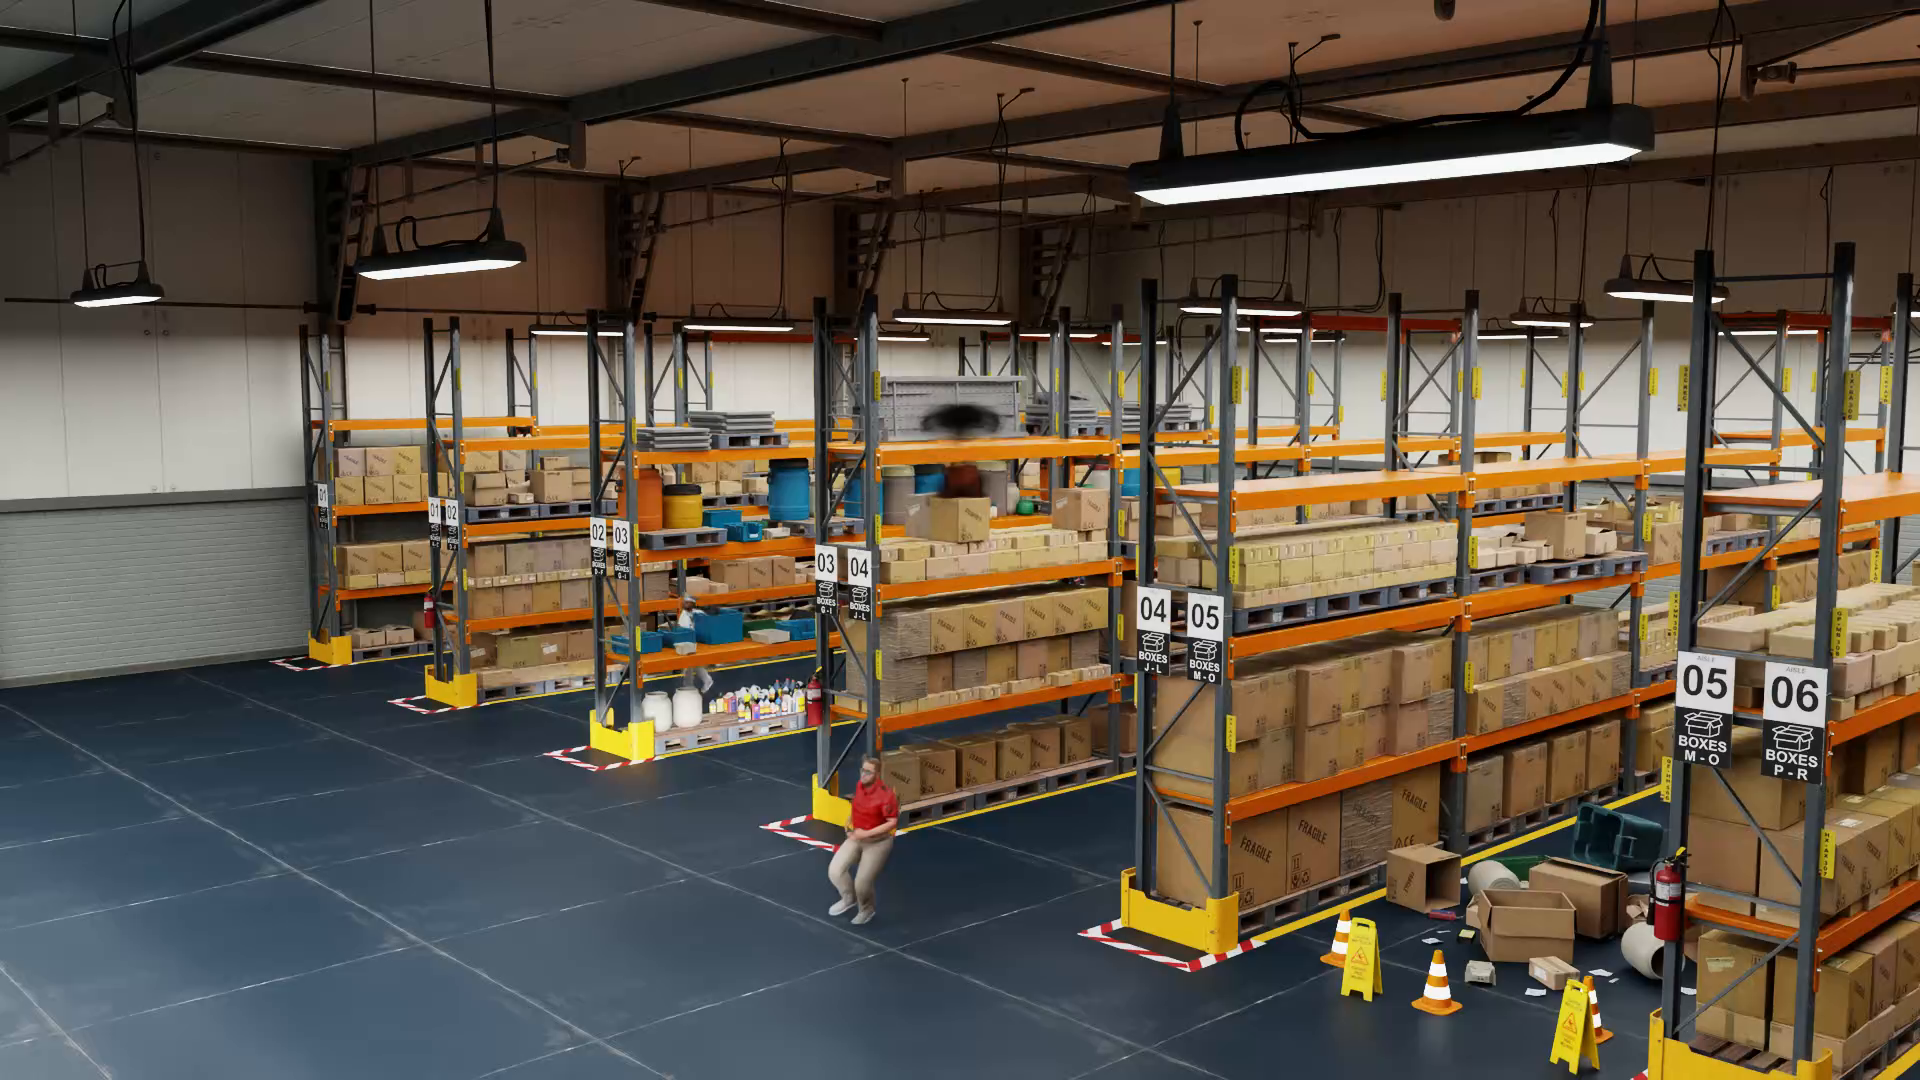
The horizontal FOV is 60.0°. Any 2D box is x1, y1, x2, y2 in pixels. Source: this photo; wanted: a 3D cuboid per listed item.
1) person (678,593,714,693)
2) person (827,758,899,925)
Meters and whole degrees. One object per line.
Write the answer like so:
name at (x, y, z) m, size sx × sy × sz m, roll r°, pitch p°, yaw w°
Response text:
person at (-4.150, 1.687, 26.179) m, size 0.570 × 1.737 × 0.898 m, roll 5°, pitch 8°, yaw 40°
person at (-0.921, 2.825, 15.441) m, size 0.850 × 1.657 × 0.679 m, roll 4°, pitch 7°, yaw 35°
